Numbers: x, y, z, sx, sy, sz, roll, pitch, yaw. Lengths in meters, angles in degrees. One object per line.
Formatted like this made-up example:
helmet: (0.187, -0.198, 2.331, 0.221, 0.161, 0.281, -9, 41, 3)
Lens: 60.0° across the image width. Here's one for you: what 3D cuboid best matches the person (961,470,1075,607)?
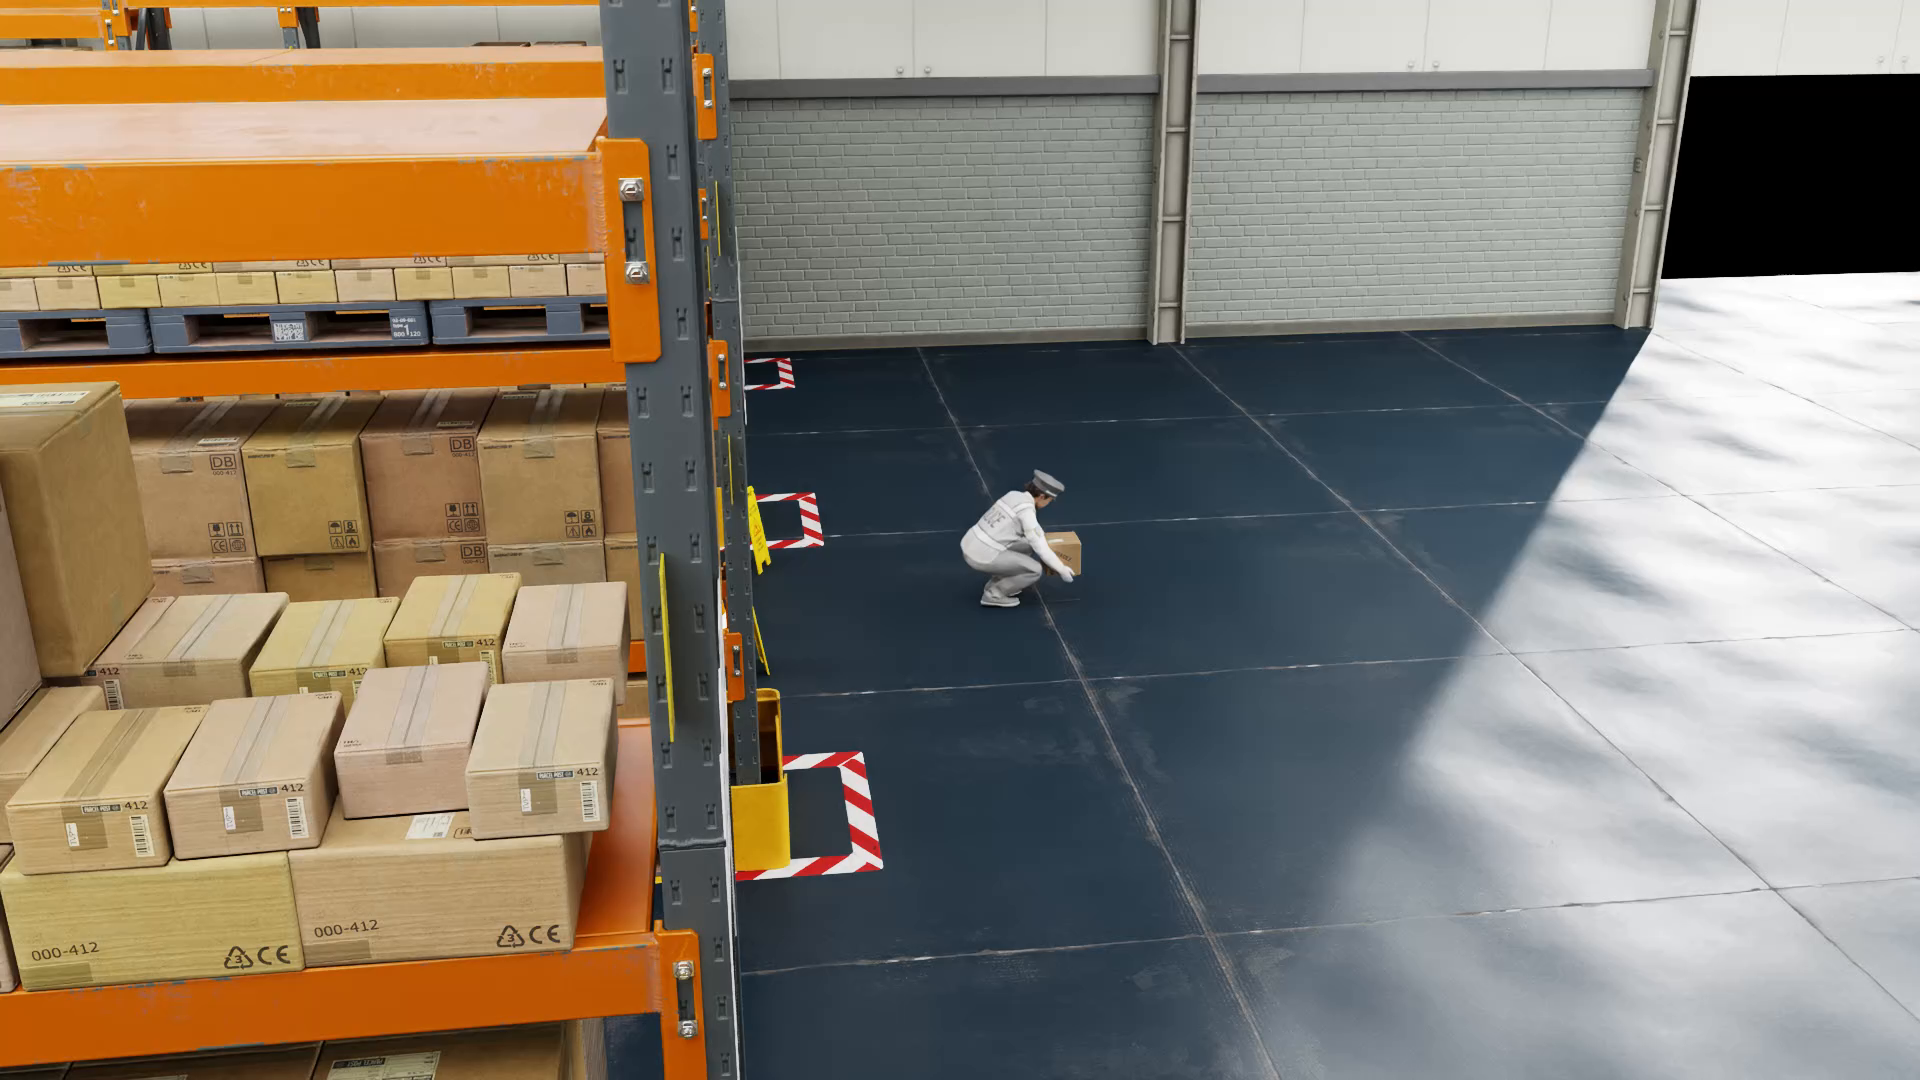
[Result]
person: (0.418, -0.014, 12.152, 0.821, 0.964, 0.490, -3, 20, -8)
